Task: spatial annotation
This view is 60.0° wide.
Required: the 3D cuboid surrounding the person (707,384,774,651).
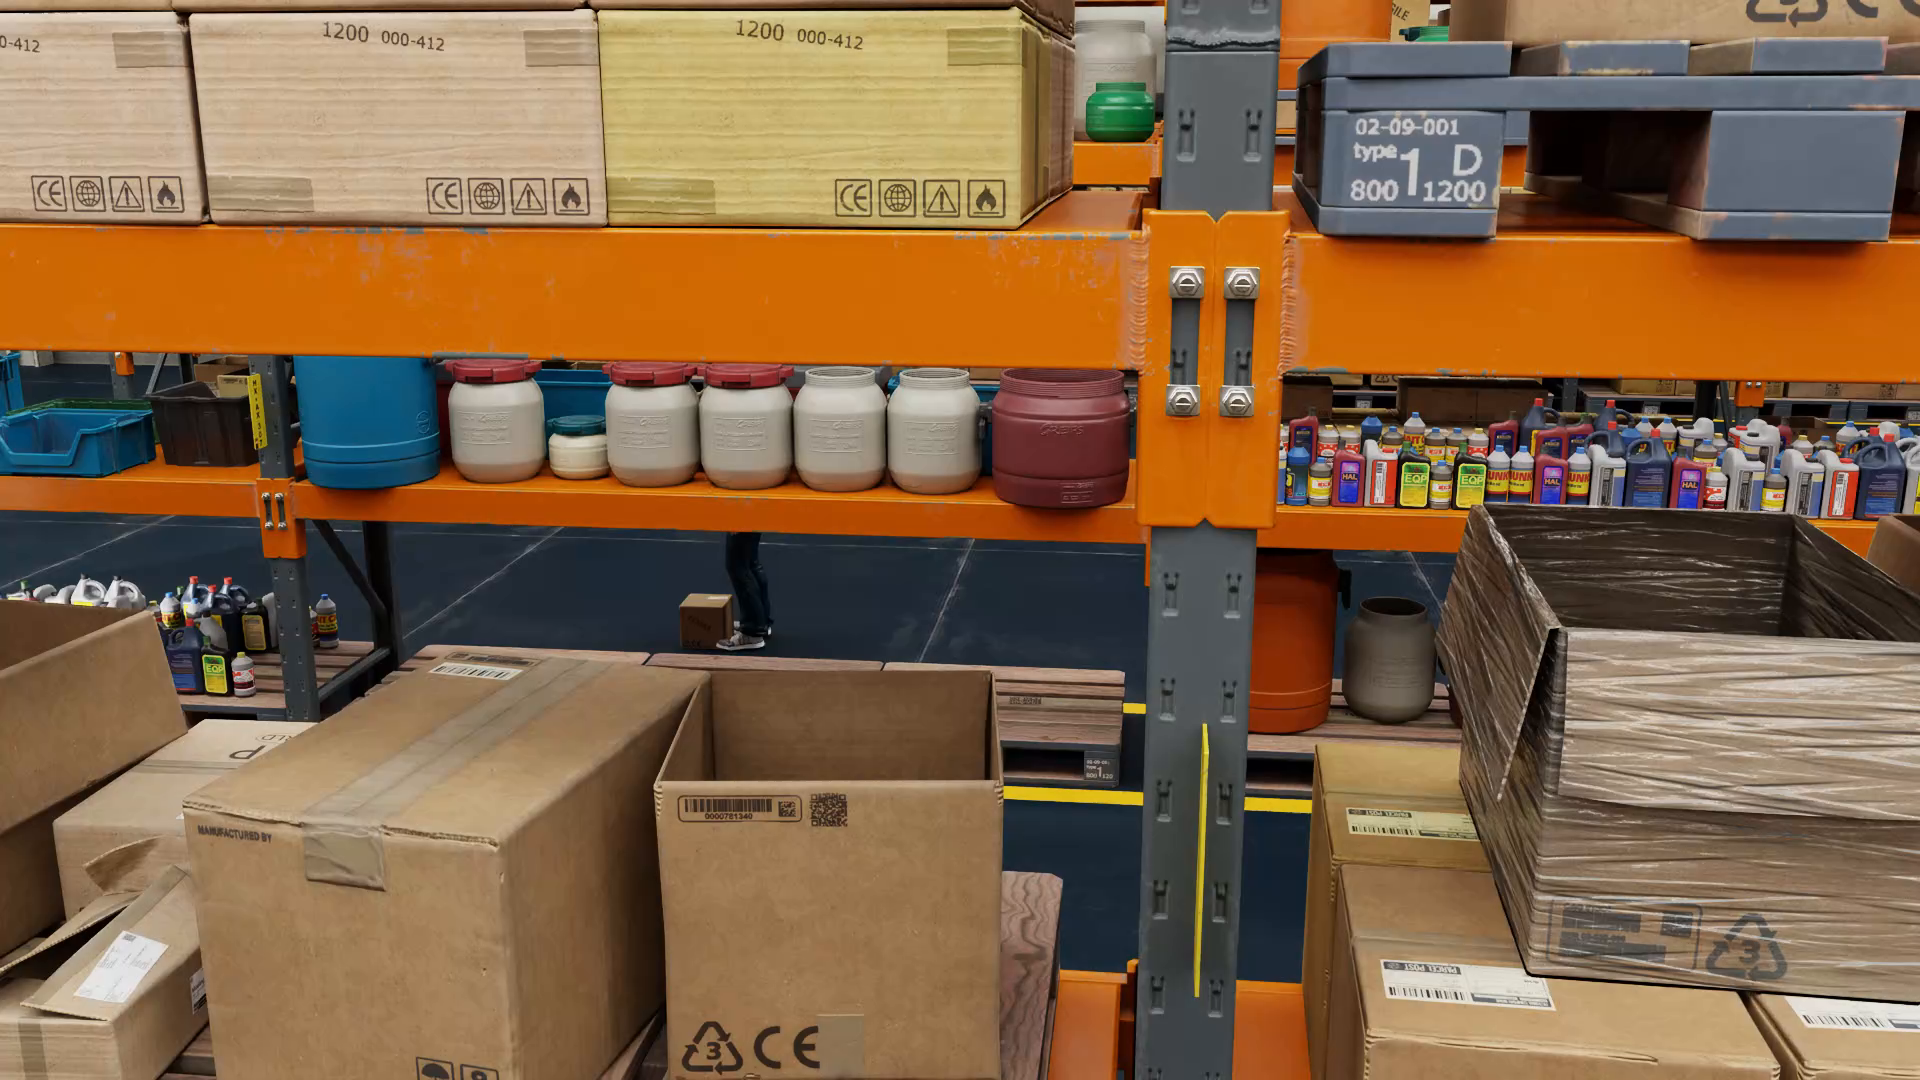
[{"bbox_3d":[-1.199,-0.183,9.237,0.343,1.593,0.485,1,15,3],"label":"person"}]
